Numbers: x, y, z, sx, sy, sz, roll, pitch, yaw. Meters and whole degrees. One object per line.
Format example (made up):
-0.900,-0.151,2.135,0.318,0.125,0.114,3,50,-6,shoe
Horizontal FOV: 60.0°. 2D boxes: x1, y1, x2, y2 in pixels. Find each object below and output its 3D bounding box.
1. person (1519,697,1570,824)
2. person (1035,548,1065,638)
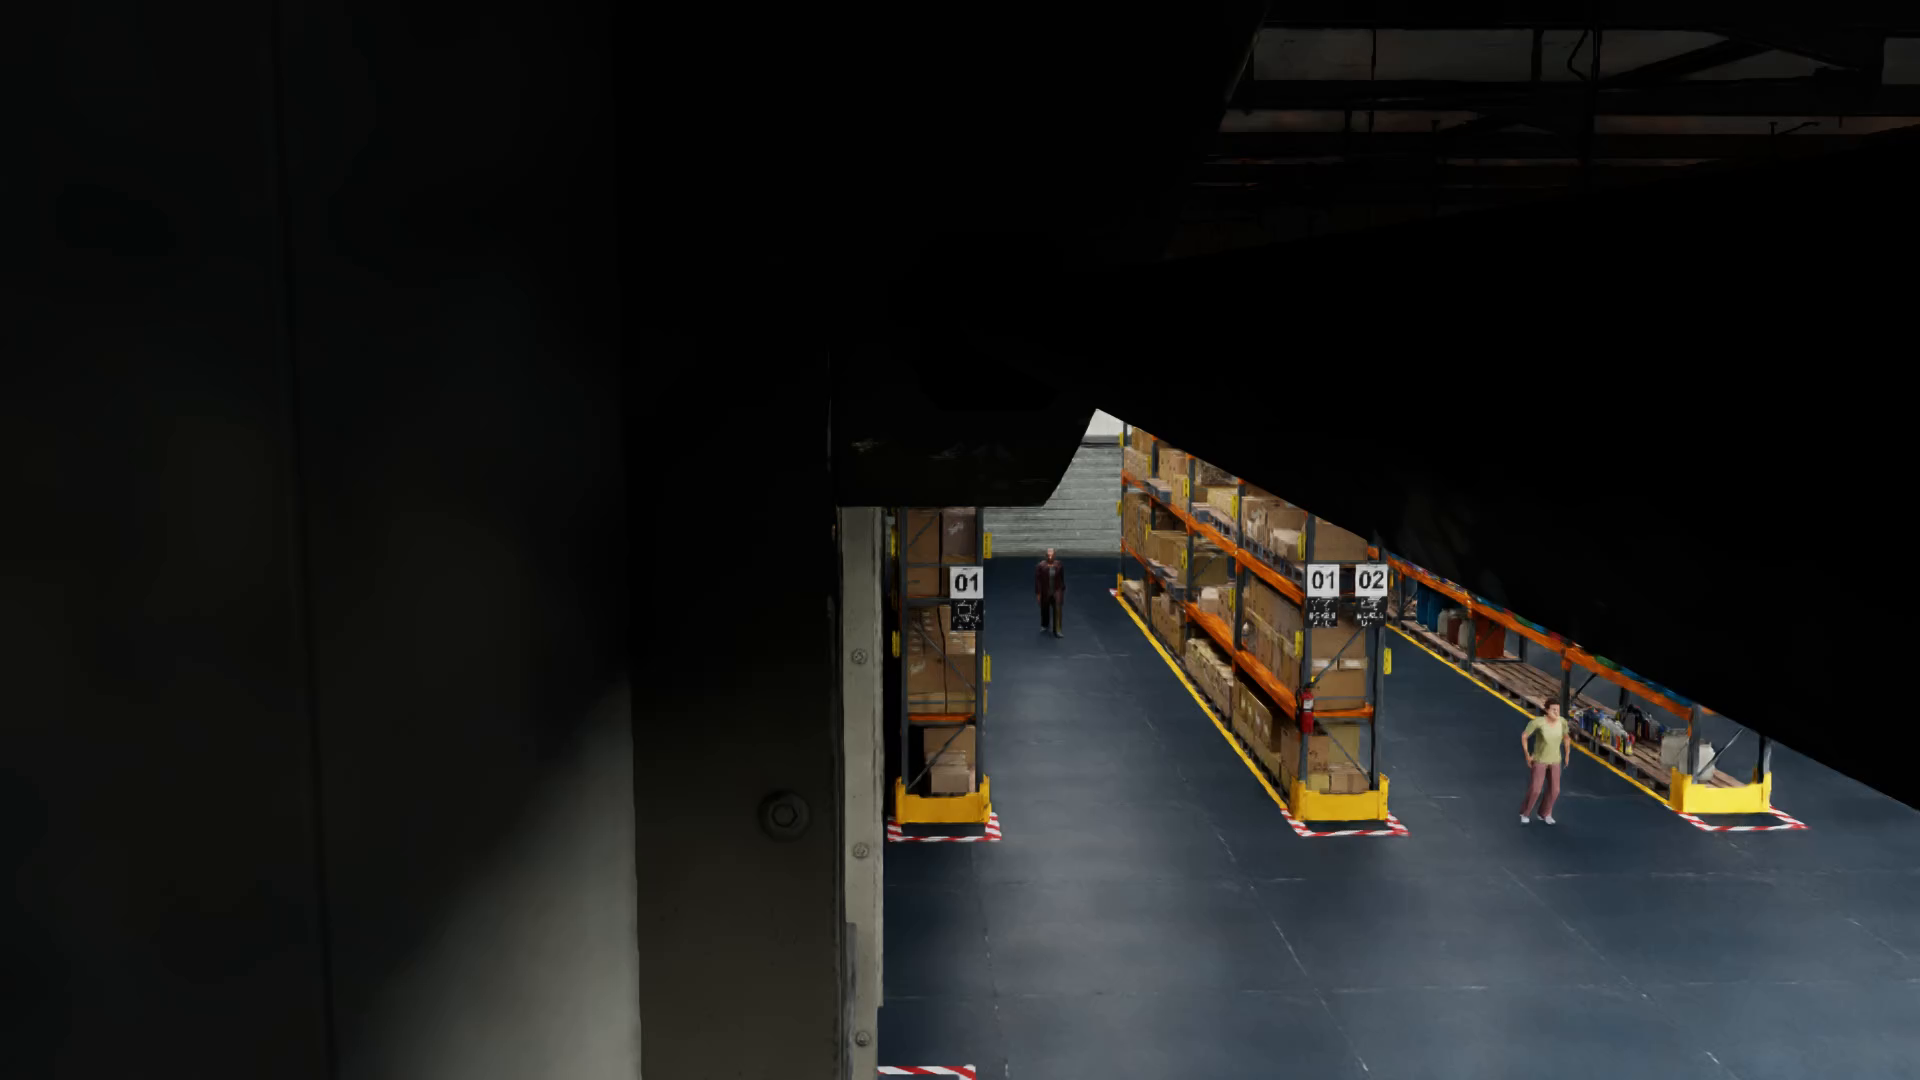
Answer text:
7.155,2.693,20.340,0.598,1.619,0.507,-1,8,-5,person
1.732,0.991,31.931,0.598,1.698,1.193,0,8,-1,person
